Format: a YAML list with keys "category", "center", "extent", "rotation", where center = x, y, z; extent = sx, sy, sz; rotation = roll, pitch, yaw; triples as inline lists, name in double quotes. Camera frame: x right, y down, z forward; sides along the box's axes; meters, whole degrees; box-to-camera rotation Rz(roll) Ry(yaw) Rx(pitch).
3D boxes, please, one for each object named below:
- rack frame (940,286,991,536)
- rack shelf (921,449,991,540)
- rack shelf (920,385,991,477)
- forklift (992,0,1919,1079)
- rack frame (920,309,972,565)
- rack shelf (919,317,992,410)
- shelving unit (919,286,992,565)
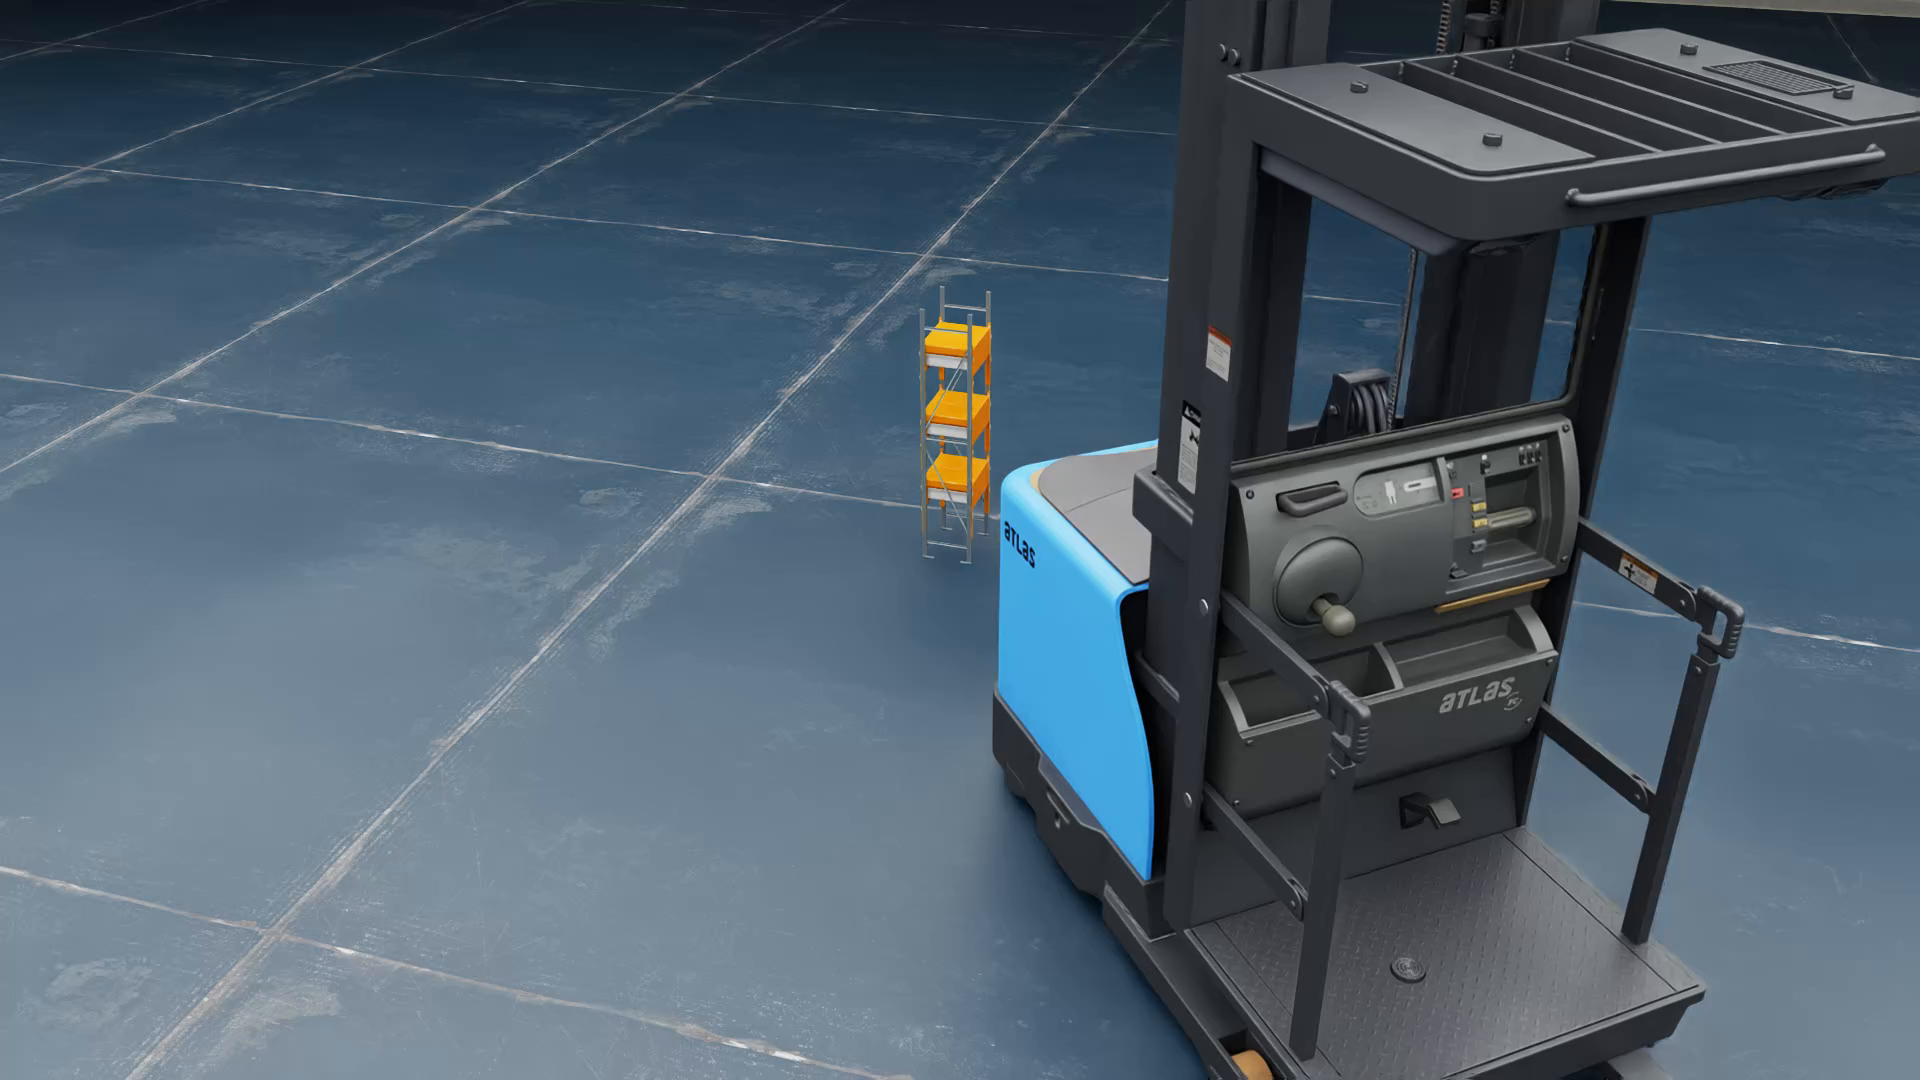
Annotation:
- category: "rack frame"
  center: [0.020, -0.491, 6.552]
  extent: [0.200, 1.050, 0.008]
  rotation: [8, 30, 15]
- category: "rack shelf"
  center: [-0.016, -0.182, 6.590]
  extent: [0.215, 0.259, 0.240]
  rotation: [8, 30, 15]
- category: "rack shelf"
  center: [-0.016, -0.425, 6.455]
  extent: [0.215, 0.259, 0.240]
  rotation: [8, 30, 15]
- category: "forklift"
  center: [1.145, 0.013, 3.712]
  extent: [1.130, 2.935, 3.031]
  rotation: [-12, 31, -20]
- category: "rack frame"
  center: [-0.052, -0.377, 6.348]
  extent: [0.200, 1.050, 0.008]
  rotation: [8, 30, 15]
- category: "rack shelf"
  center: [-0.016, -0.673, 6.317]
  extent: [0.215, 0.259, 0.240]
  rotation: [8, 30, 15]
- category: "shelving unit"
  center: [-0.016, -0.434, 6.450]
  extent: [0.215, 1.050, 0.252]
  rotation: [8, 30, 15]
